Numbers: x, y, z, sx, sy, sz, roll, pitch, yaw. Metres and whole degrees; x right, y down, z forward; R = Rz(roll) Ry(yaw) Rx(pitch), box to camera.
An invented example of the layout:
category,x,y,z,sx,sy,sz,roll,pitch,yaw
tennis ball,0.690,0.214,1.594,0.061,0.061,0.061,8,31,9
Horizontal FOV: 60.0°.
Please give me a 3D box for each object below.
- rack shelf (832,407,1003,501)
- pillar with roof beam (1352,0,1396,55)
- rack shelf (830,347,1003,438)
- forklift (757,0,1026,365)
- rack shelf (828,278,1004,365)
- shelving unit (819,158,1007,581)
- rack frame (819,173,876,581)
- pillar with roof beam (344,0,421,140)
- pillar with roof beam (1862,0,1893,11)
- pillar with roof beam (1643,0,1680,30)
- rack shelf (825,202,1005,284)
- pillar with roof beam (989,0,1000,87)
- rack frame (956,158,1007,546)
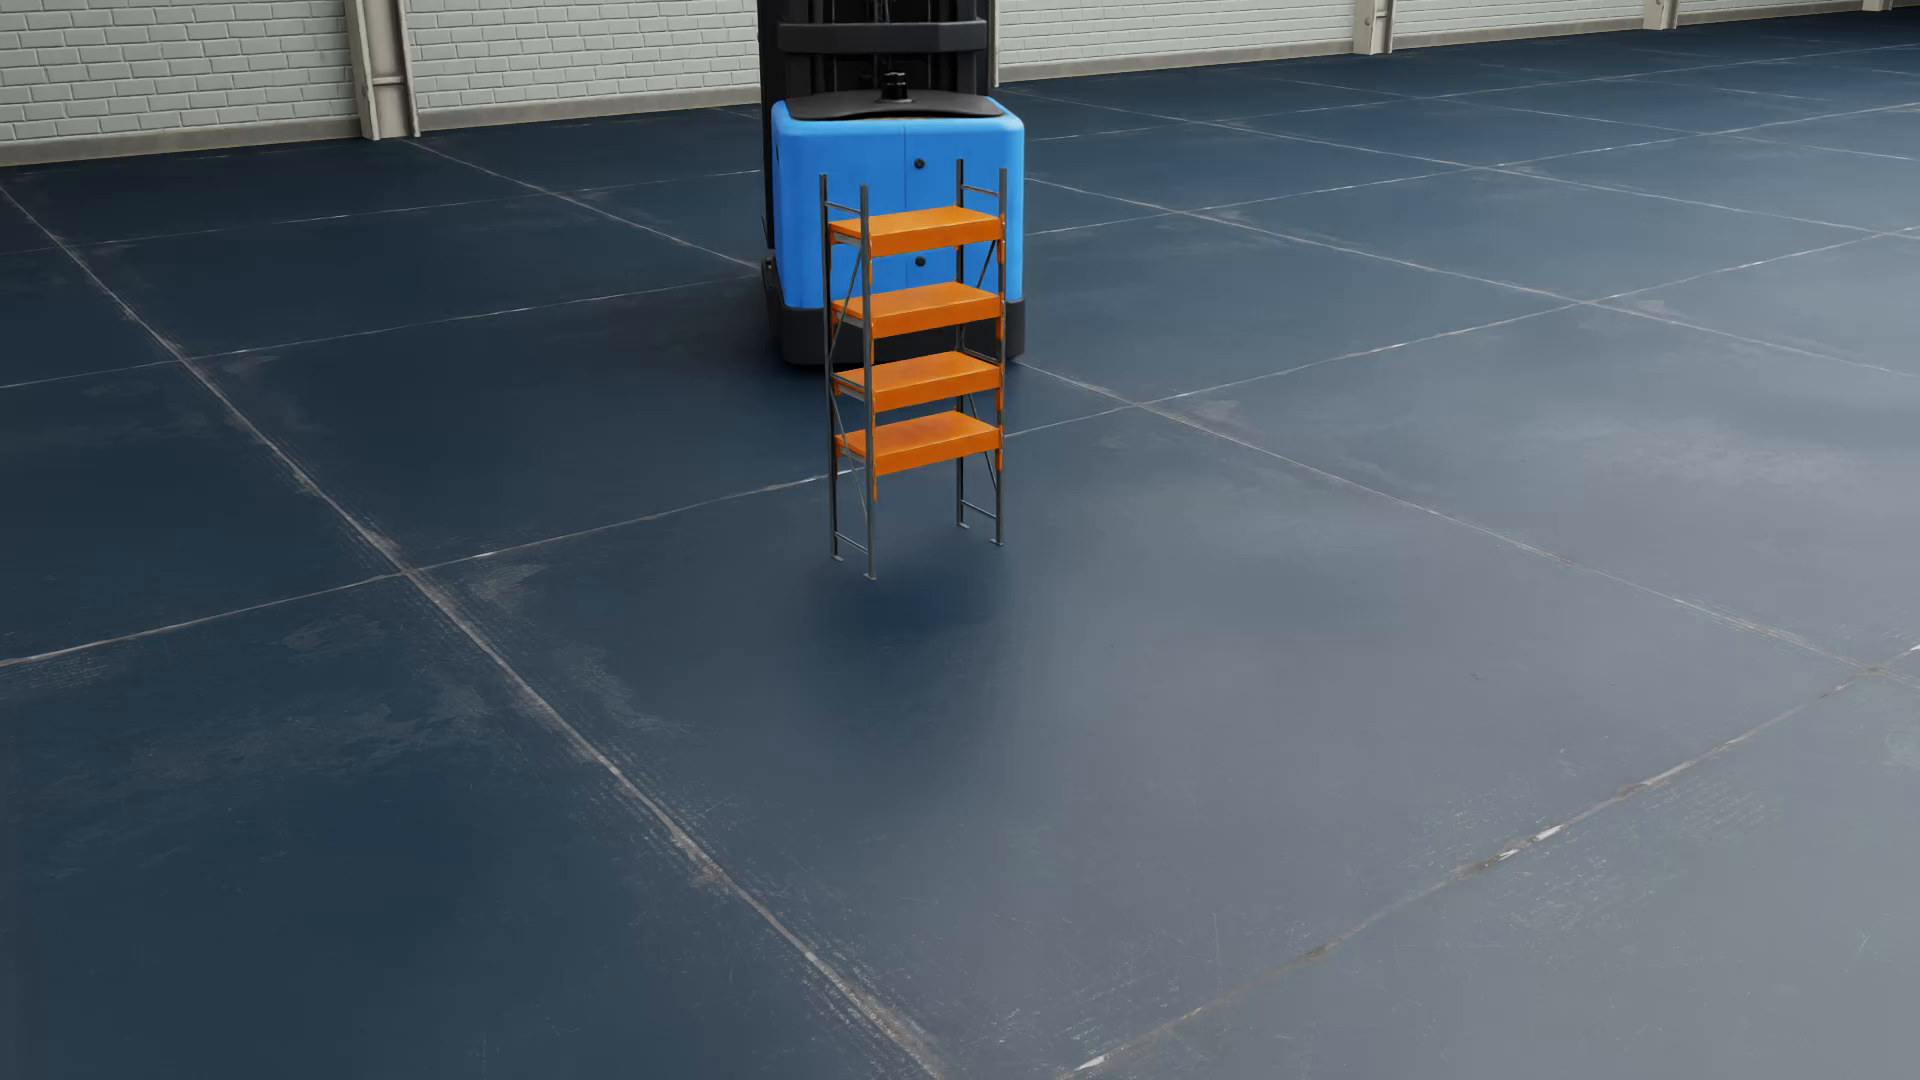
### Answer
category,x,y,z,sx,sy,sz,roll,pitch,yaw
rack shelf,-0.134,-0.275,5.183,0.480,0.148,0.258,-15,26,-33
pillar with roof beam,7.536,-8.833,15.389,0.400,9.000,9.100,-15,26,-33
rack shelf,-0.134,-0.459,5.109,0.480,0.148,0.258,-15,26,-33
forklift,-0.441,-2.616,7.997,1.130,2.935,3.031,-3,22,-8
rack shelf,-0.134,-0.667,5.026,0.480,0.148,0.258,-15,26,-33
shelving unit,-0.134,-0.521,5.084,0.503,1.200,0.258,-15,26,-33
rack frame,-0.332,-0.469,4.952,0.015,1.200,0.240,-15,26,-33
pillar with roof beam,-2.205,-6.235,8.880,0.400,9.000,9.100,-15,26,-33
pillar with roof beam,17.277,-11.430,21.899,0.400,9.000,9.100,-15,26,-33
pillar with roof beam,12.406,-10.131,18.644,0.400,9.000,9.100,-15,26,-33
rack shelf,-0.134,-0.886,4.939,0.480,0.148,0.258,-15,26,-33
pillar with roof beam,2.666,-7.534,12.135,0.400,9.000,9.100,-15,26,-33
rack frame,0.064,-0.574,5.217,0.015,1.200,0.240,-15,26,-33
